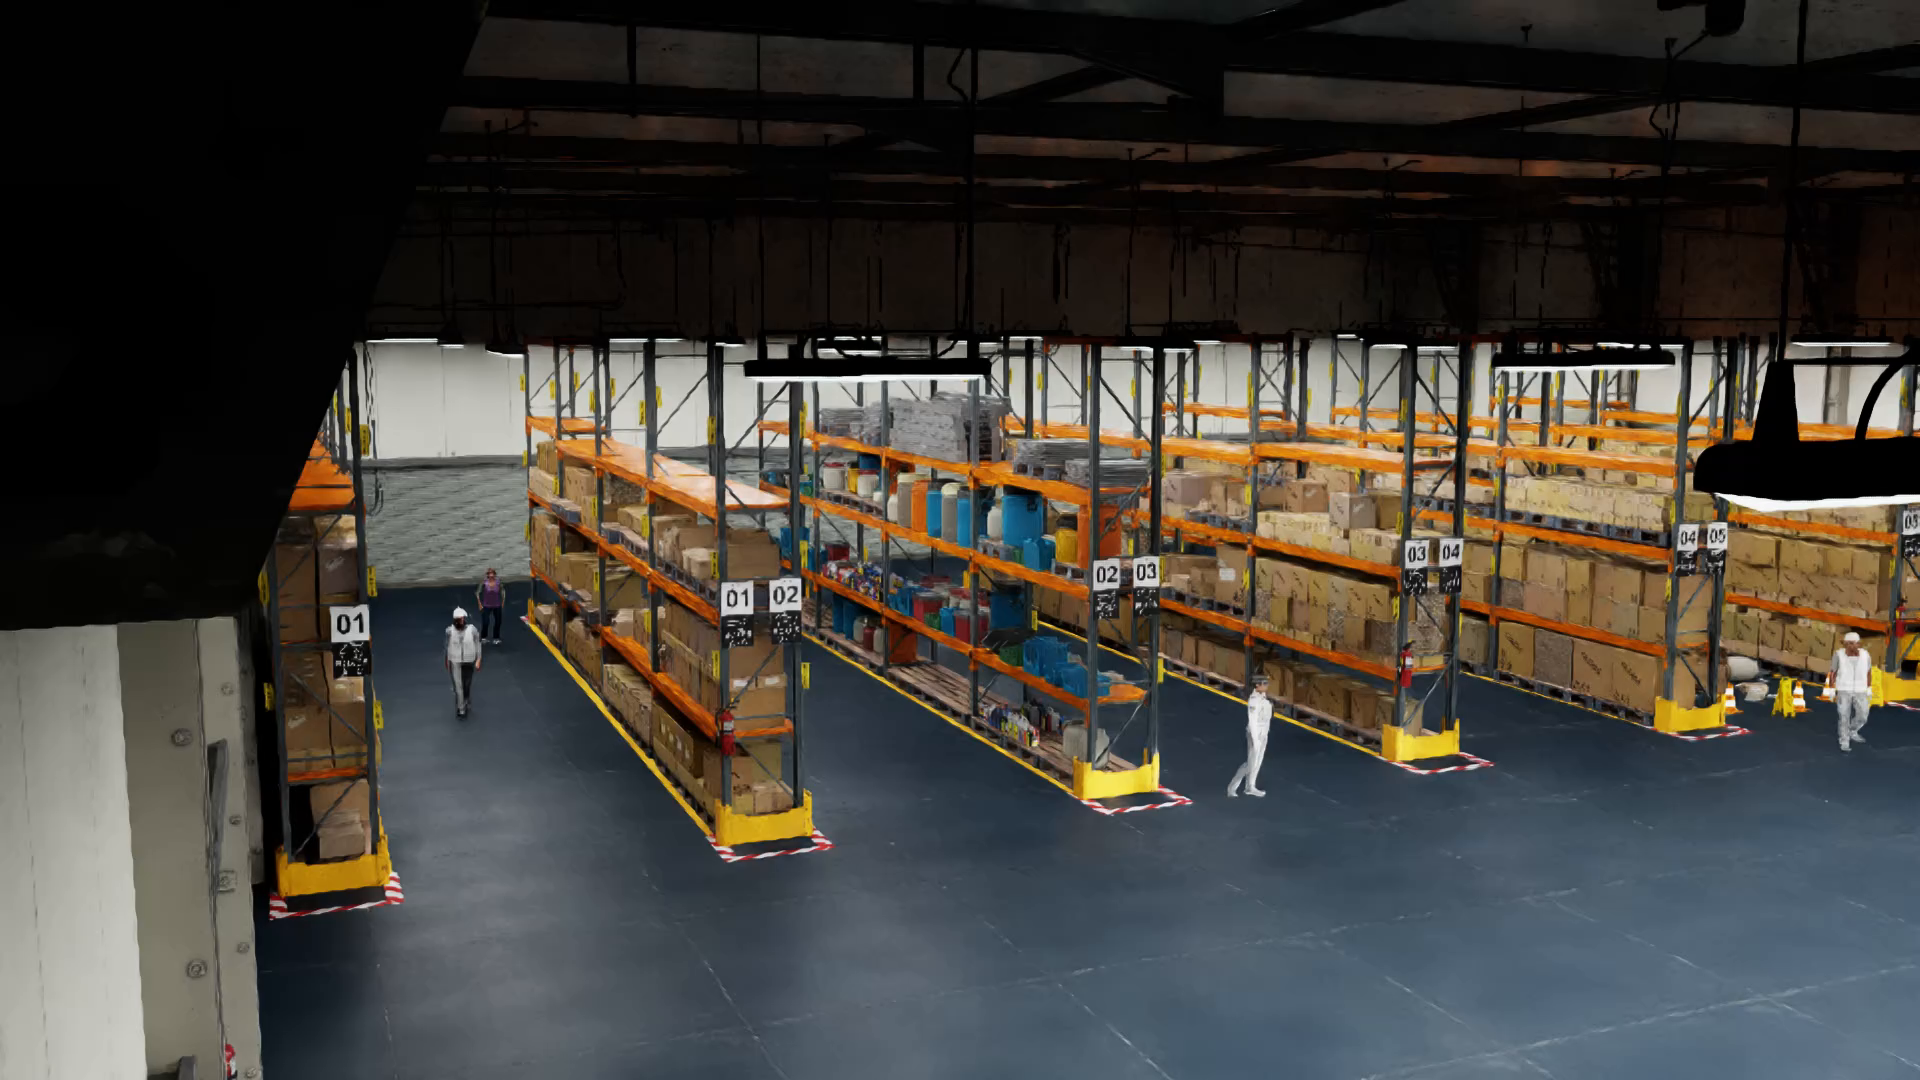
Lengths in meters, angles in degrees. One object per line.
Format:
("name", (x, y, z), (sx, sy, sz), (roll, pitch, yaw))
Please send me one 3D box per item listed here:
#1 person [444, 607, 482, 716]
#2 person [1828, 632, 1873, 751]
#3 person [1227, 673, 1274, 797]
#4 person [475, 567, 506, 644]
("person", (-7.994, 1.925, 26.782), (0.555, 1.725, 1.029), (-3, 8, -23))
("person", (13.119, 2.205, 24.510), (0.600, 1.778, 0.572), (2, 8, 14))
("person", (3.834, 2.594, 22.013), (0.499, 1.663, 0.670), (4, 8, 26))
("person", (-9.133, 1.287, 32.384), (0.566, 1.515, 0.516), (-3, 8, -24))
